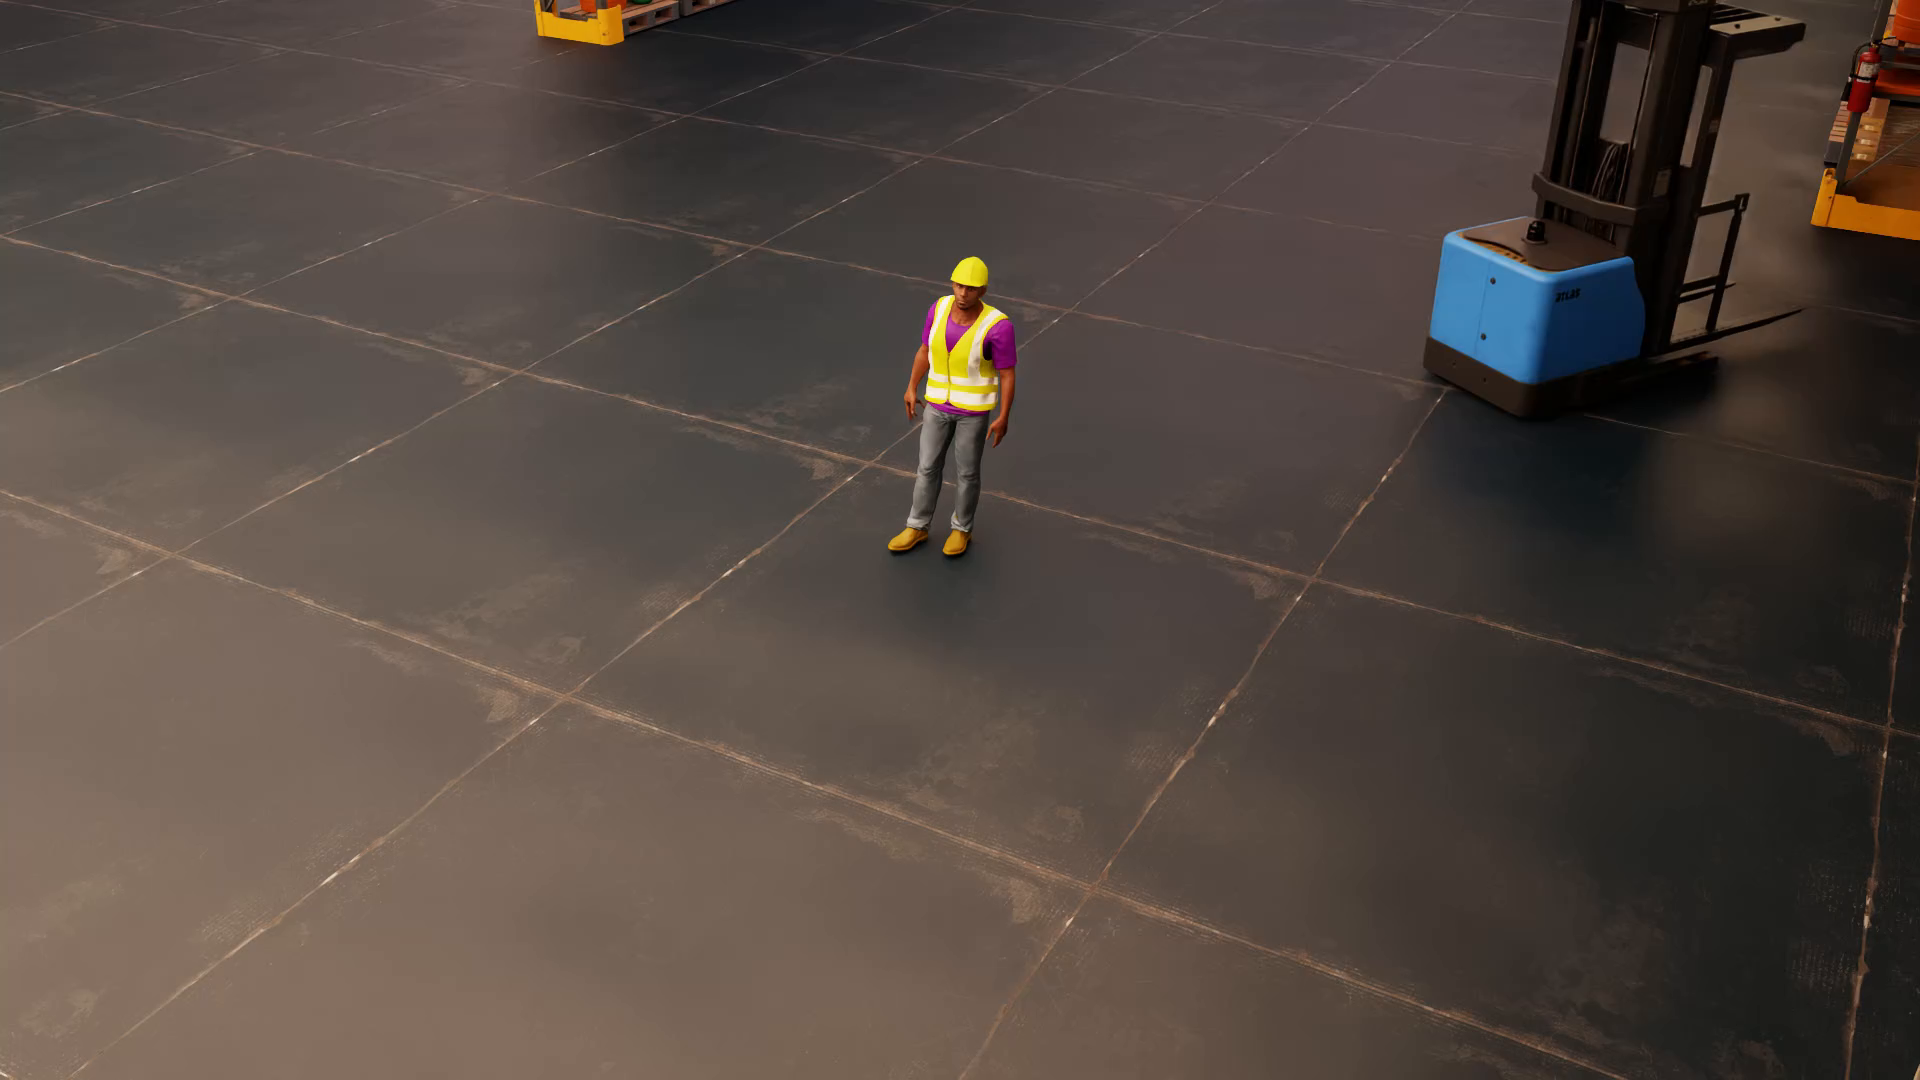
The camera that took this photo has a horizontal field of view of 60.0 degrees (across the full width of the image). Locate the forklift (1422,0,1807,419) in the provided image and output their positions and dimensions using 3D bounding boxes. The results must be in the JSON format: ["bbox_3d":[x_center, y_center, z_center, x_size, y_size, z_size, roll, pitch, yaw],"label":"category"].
[{"bbox_3d":[4.895,-2.617,11.604,3.031,2.935,1.130,-15,33,-24],"label":"forklift"}]

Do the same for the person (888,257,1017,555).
[{"bbox_3d":[-0.039,-0.742,9.507,0.665,1.768,0.575,15,33,25],"label":"person"}]
